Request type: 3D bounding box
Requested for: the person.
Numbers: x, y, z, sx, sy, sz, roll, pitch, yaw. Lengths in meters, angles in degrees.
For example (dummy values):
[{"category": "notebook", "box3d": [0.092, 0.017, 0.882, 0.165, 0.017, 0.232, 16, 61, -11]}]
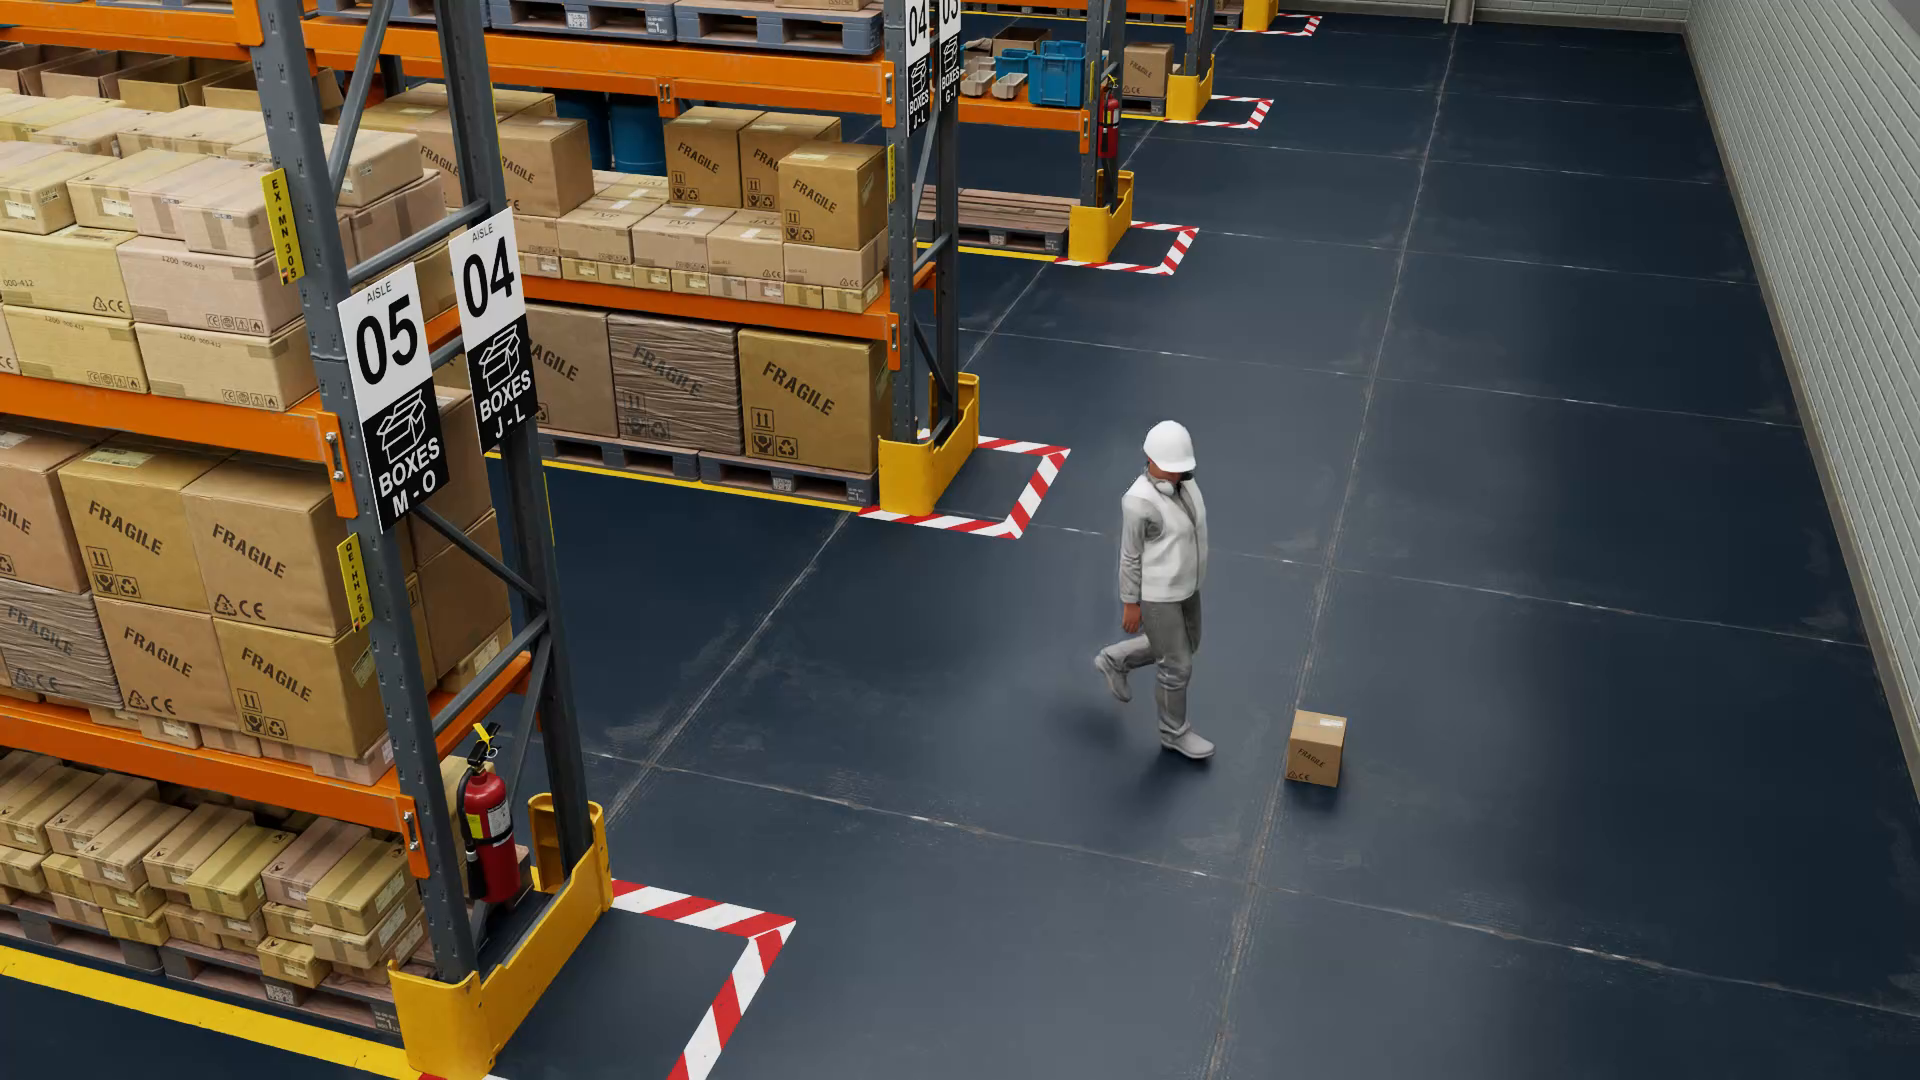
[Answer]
[{"category": "person", "box3d": [0.982, 0.210, 8.092, 0.761, 1.759, 0.568, 17, 33, 28]}]
